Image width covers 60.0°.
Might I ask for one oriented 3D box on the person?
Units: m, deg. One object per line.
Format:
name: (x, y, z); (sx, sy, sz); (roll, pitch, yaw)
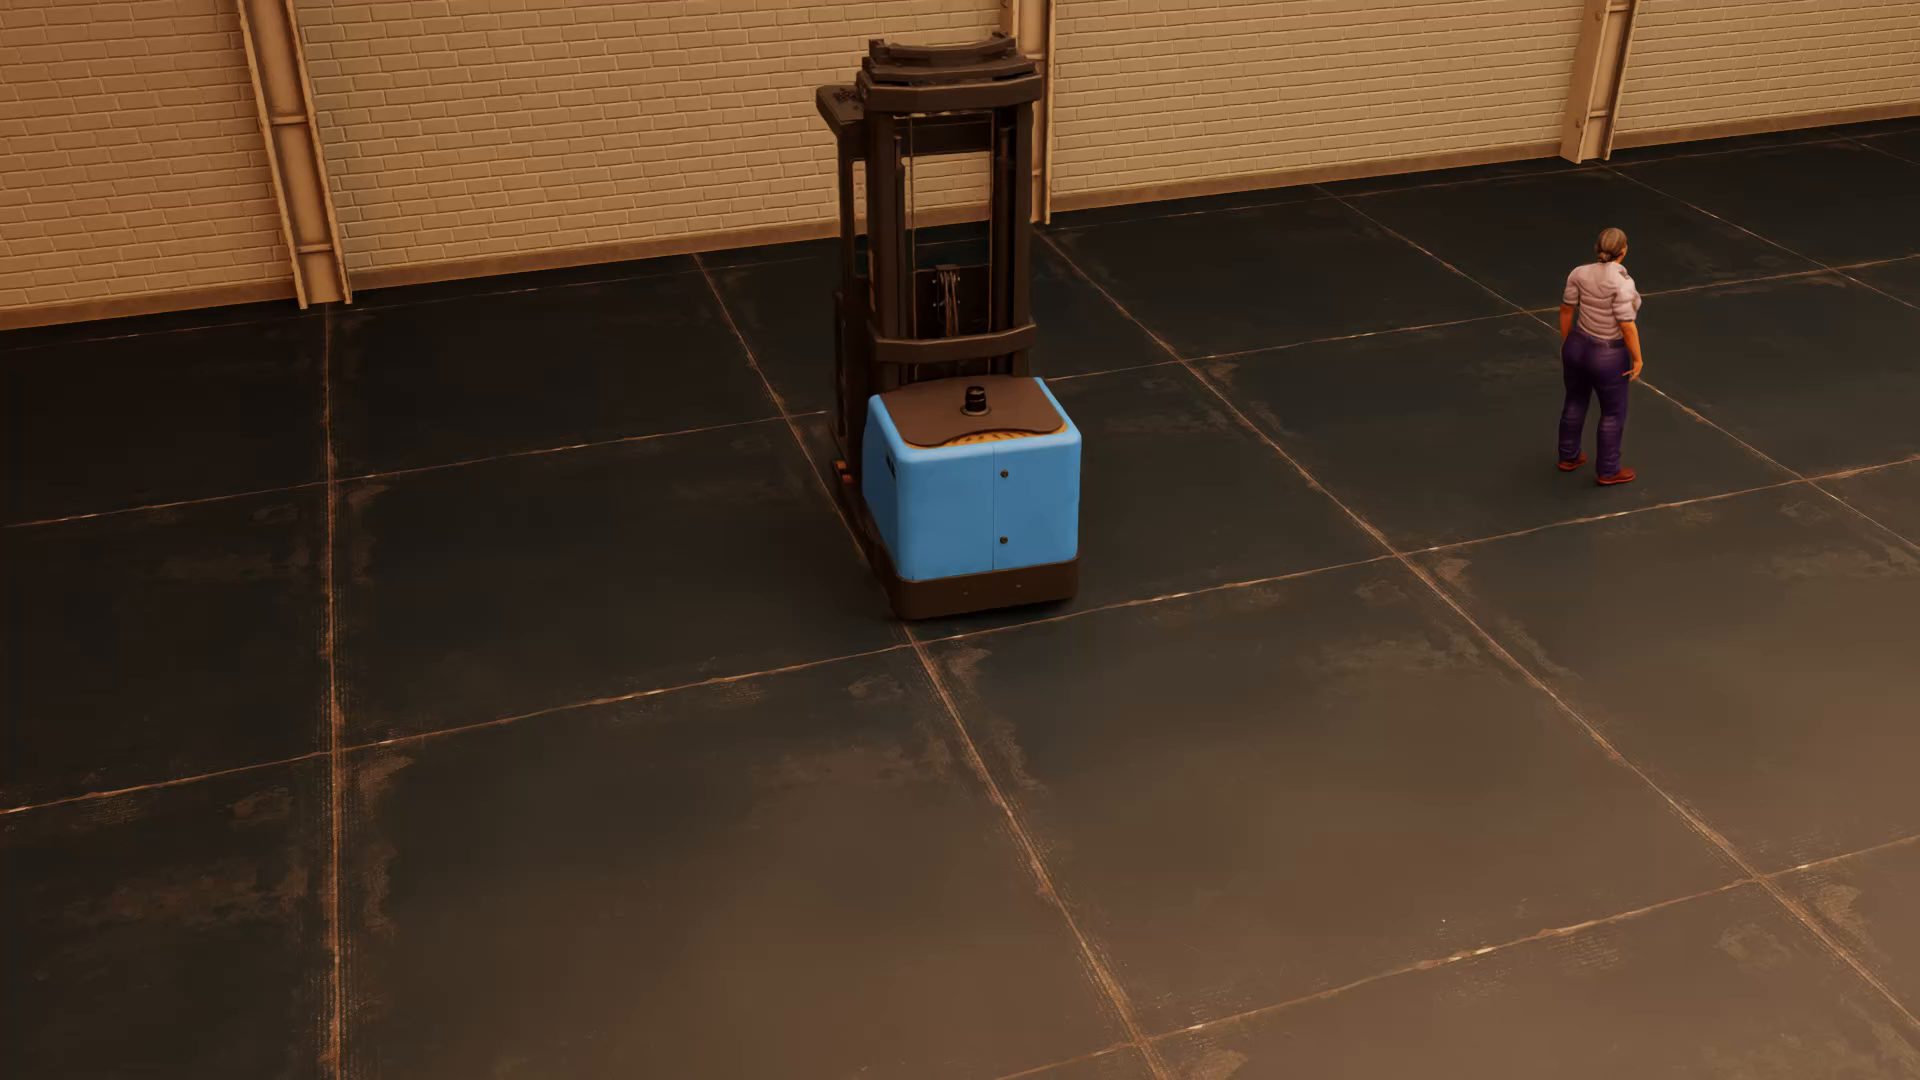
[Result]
person: (4.033, -1.165, 10.402); (0.469, 1.663, 0.568); (-18, 35, -29)

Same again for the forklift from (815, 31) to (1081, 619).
forklift: (-0.199, -1.557, 9.794); (1.130, 2.935, 3.031); (-7, 31, -13)
